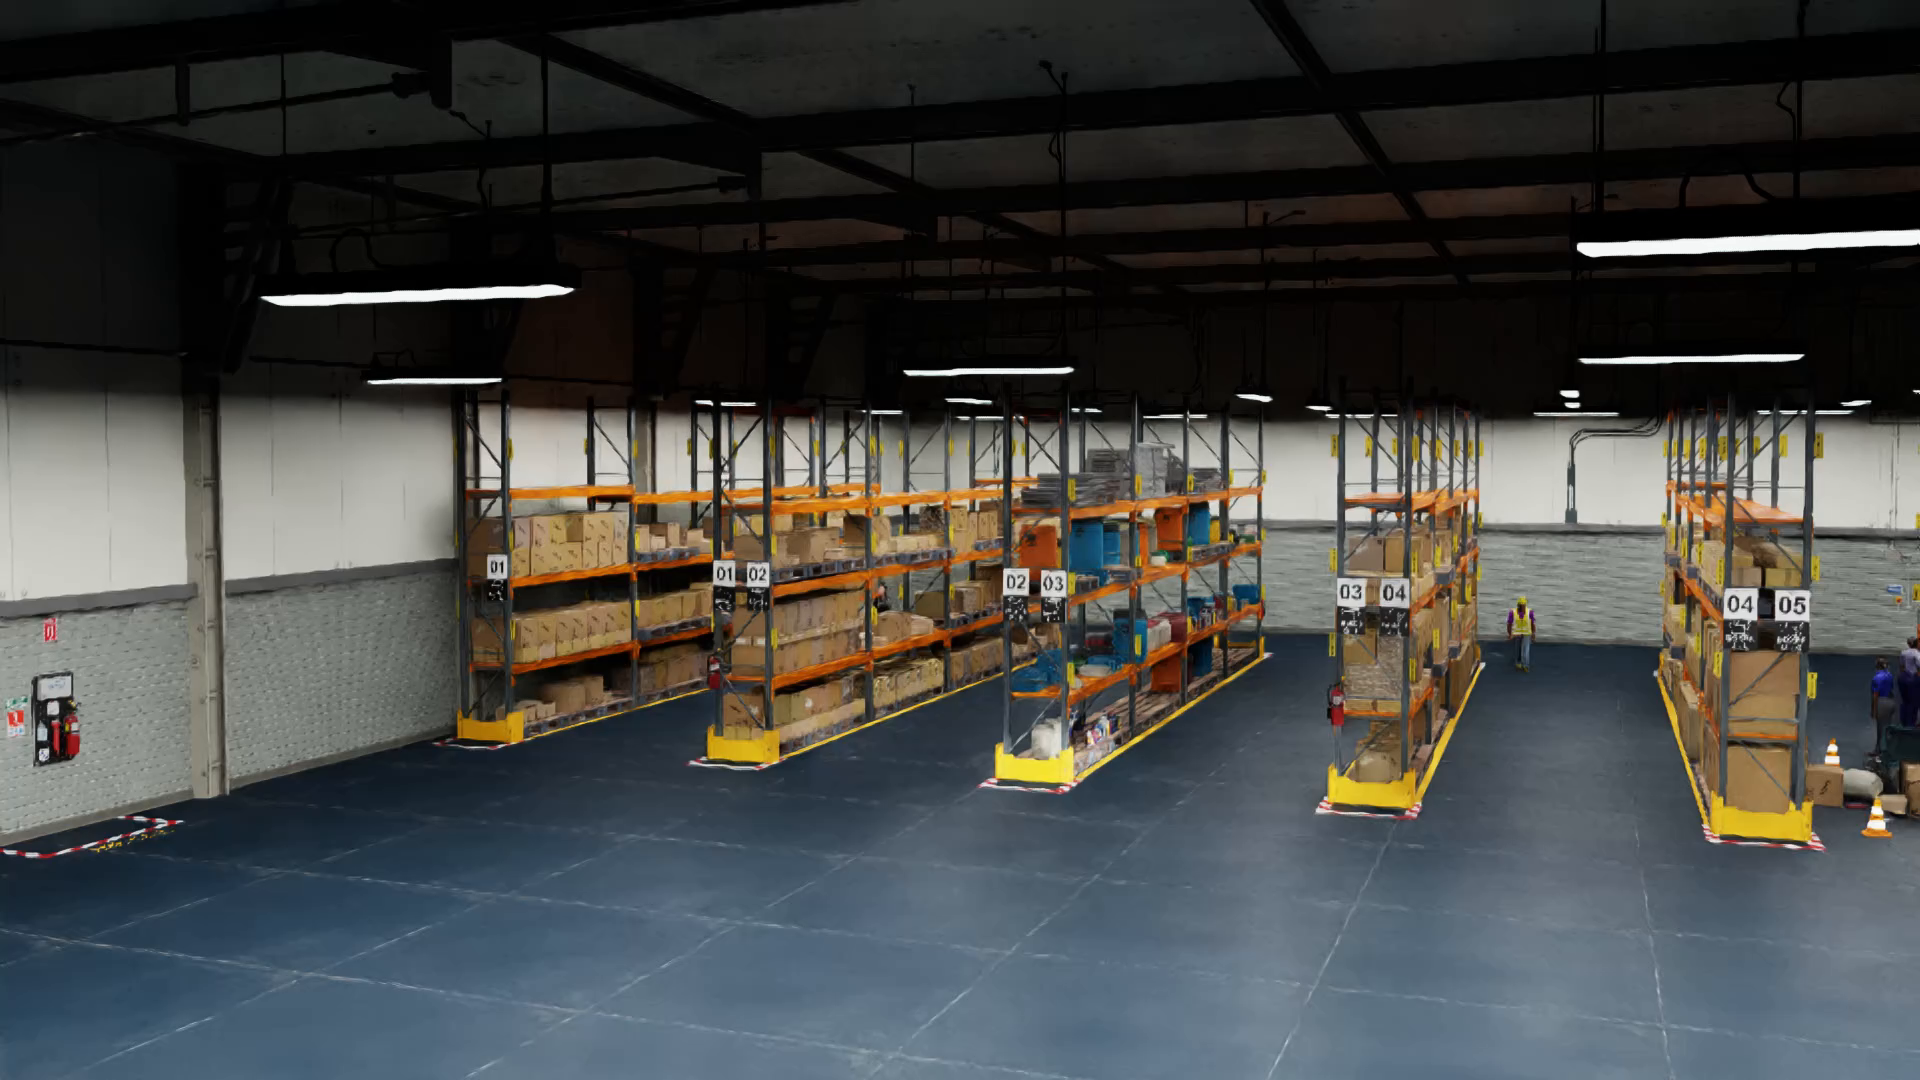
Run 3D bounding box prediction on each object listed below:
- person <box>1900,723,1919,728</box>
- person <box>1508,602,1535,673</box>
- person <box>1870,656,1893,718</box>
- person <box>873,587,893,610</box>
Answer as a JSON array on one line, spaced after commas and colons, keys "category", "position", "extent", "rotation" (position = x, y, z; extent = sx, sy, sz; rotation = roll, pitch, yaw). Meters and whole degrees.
[{"category": "person", "position": [16.959, 3.259, 29.600], "extent": [0.427, 0.214, 0.487], "rotation": [-1, 3, -9]}, {"category": "person", "position": [12.578, 2.154, 37.289], "extent": [0.575, 1.569, 1.121], "rotation": [1, 3, 22]}, {"category": "person", "position": [14.817, 2.358, 26.703], "extent": [0.539, 0.989, 0.214], "rotation": [-3, 4, -40]}, {"category": "person", "position": [-1.855, 1.958, 40.139], "extent": [0.553, 1.673, 1.030], "rotation": [1, 3, 19]}]
